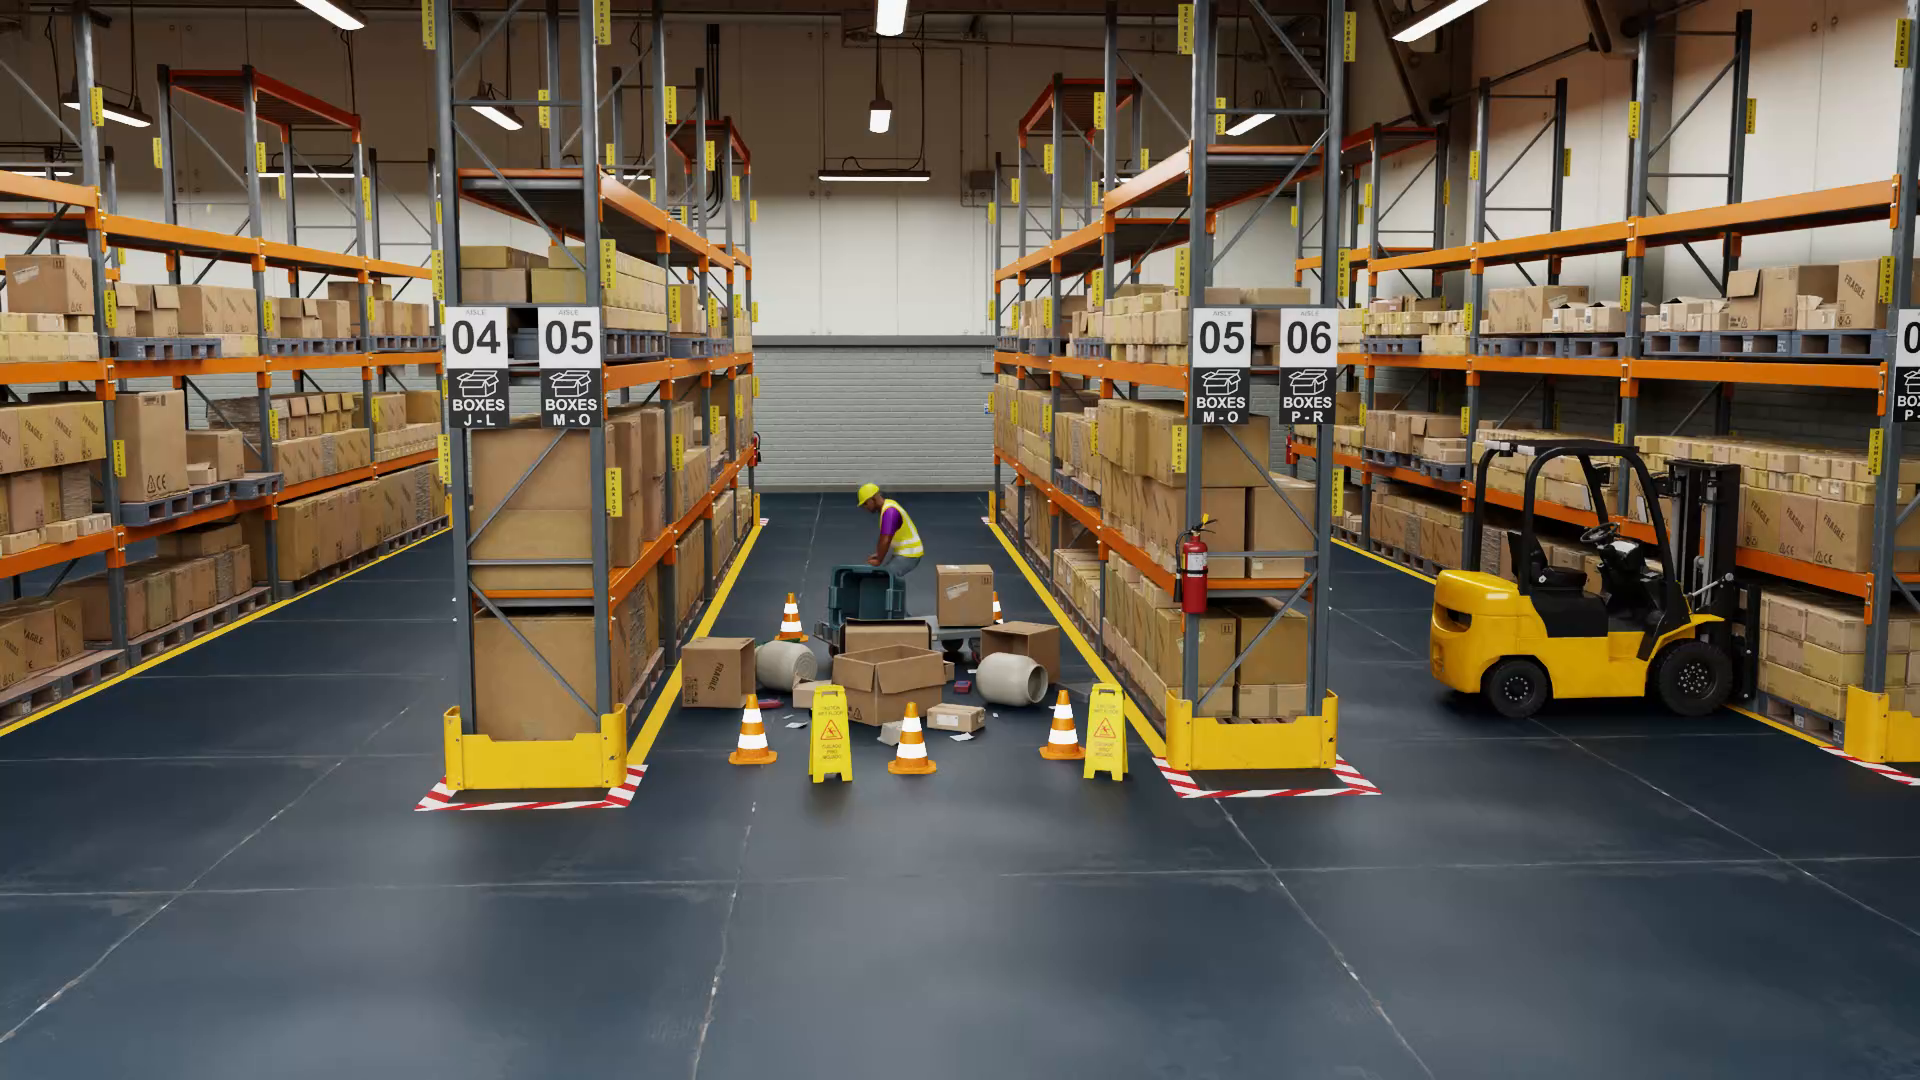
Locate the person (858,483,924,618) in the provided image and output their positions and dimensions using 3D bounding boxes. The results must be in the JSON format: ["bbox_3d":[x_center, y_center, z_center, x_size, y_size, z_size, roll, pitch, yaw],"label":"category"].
[{"bbox_3d":[-0.719,0.164,17.322,0.687,1.517,0.627,0,7,-3],"label":"person"}]
